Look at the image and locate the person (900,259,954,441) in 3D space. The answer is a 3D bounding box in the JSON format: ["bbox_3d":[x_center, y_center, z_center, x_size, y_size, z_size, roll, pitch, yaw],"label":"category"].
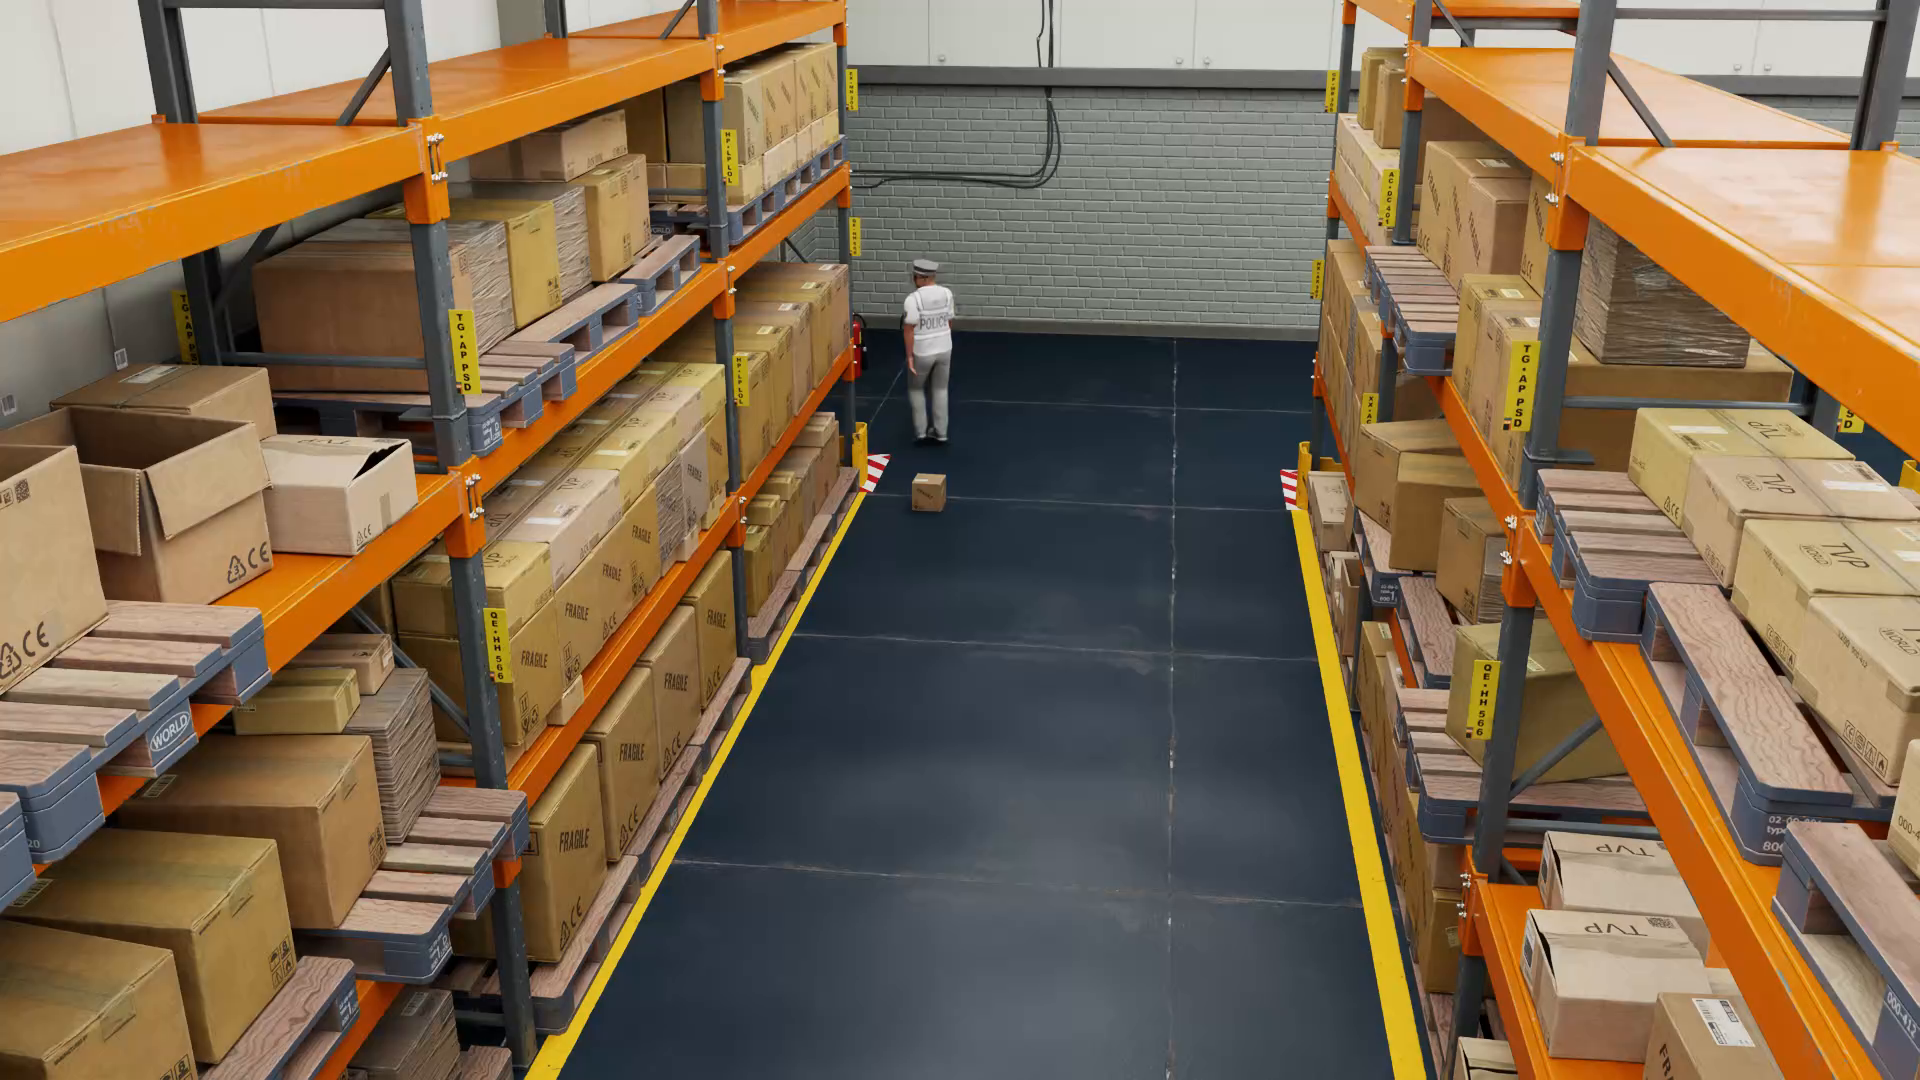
[{"bbox_3d":[-0.324,-1.734,15.641,0.552,1.843,0.502,-10,23,-25],"label":"person"}]
